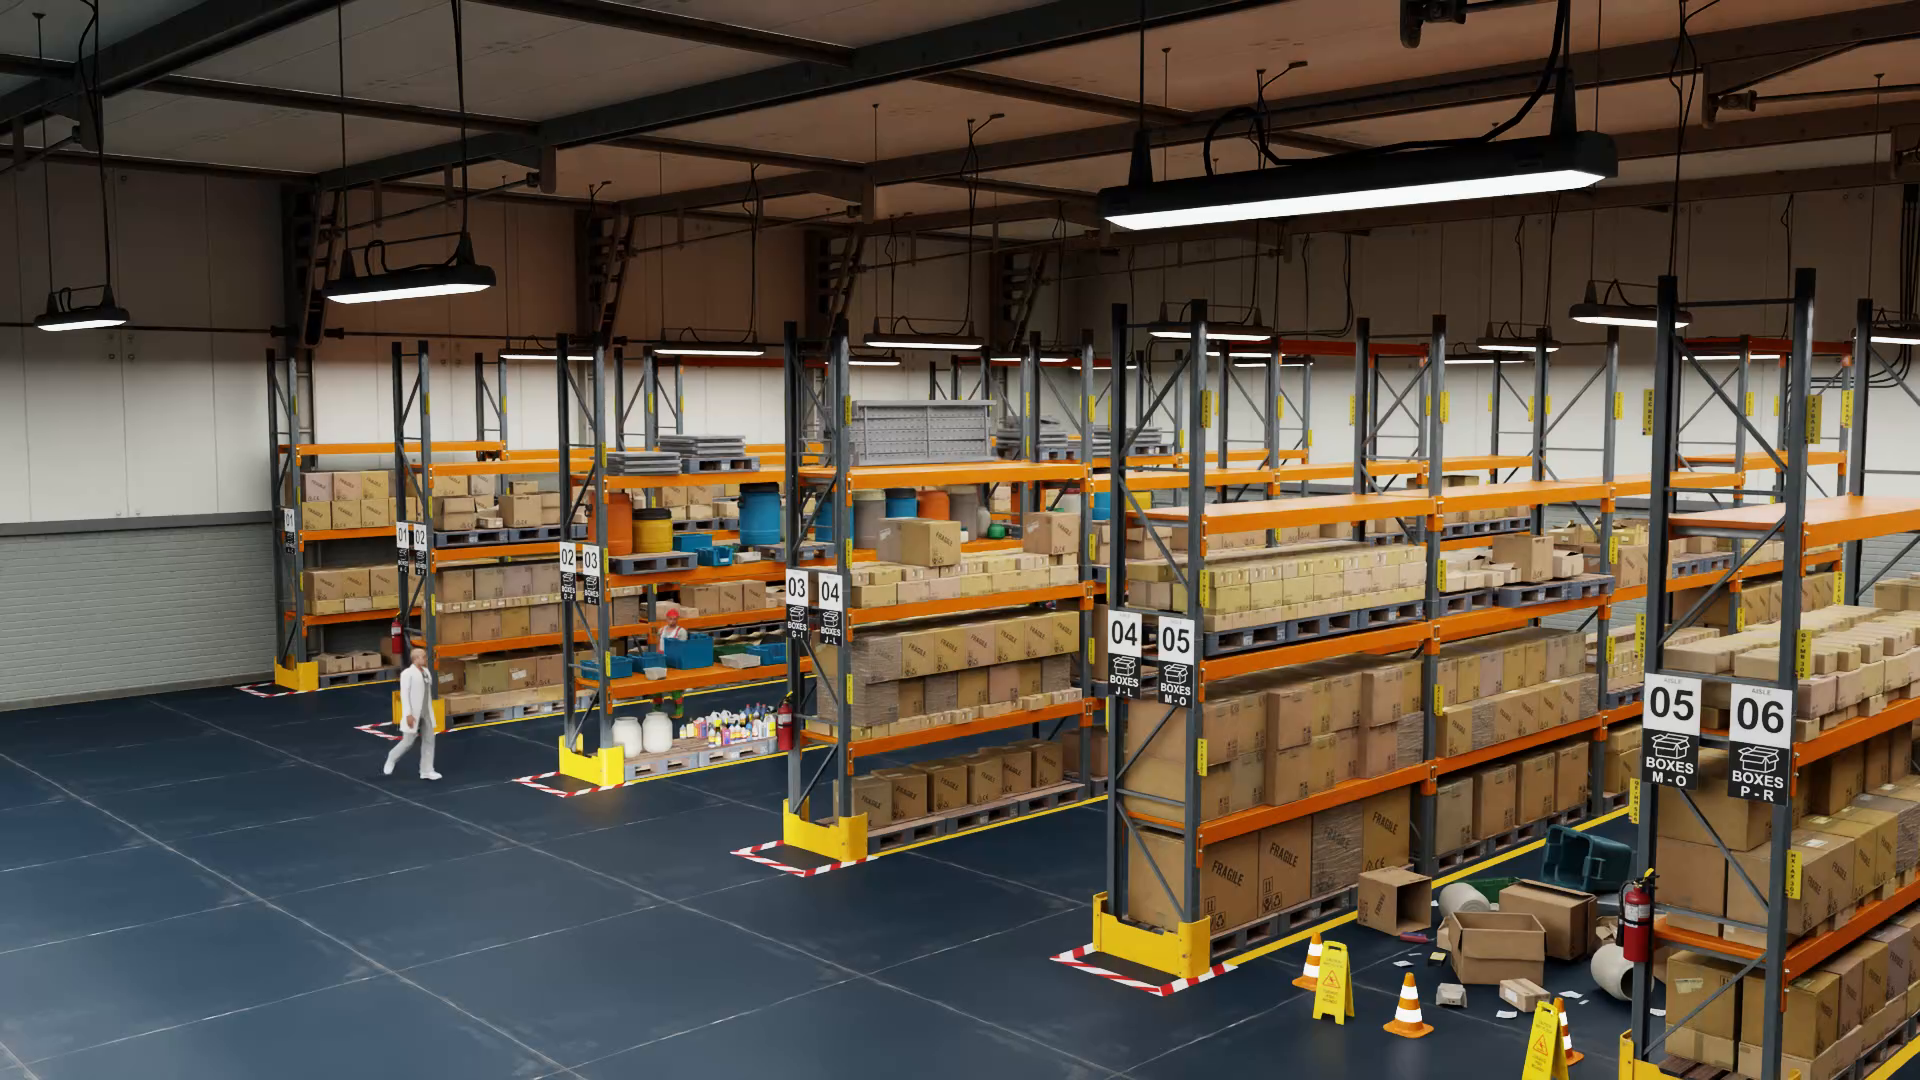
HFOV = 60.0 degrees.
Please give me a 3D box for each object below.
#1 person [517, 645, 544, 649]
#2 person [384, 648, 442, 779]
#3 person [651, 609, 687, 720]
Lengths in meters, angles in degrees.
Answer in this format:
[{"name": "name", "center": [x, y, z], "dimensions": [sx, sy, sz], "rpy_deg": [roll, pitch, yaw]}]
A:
[{"name": "person", "center": [-7.631, 1.812, 29.416], "dimensions": [0.466, 1.582, 1.067], "rpy_deg": [3, 6, 30]}, {"name": "person", "center": [-7.359, 2.329, 22.364], "dimensions": [0.810, 1.770, 0.574], "rpy_deg": [3, 6, 32]}, {"name": "person", "center": [-4.675, 2.001, 26.368], "dimensions": [0.578, 1.789, 0.740], "rpy_deg": [1, 5, 15]}]
